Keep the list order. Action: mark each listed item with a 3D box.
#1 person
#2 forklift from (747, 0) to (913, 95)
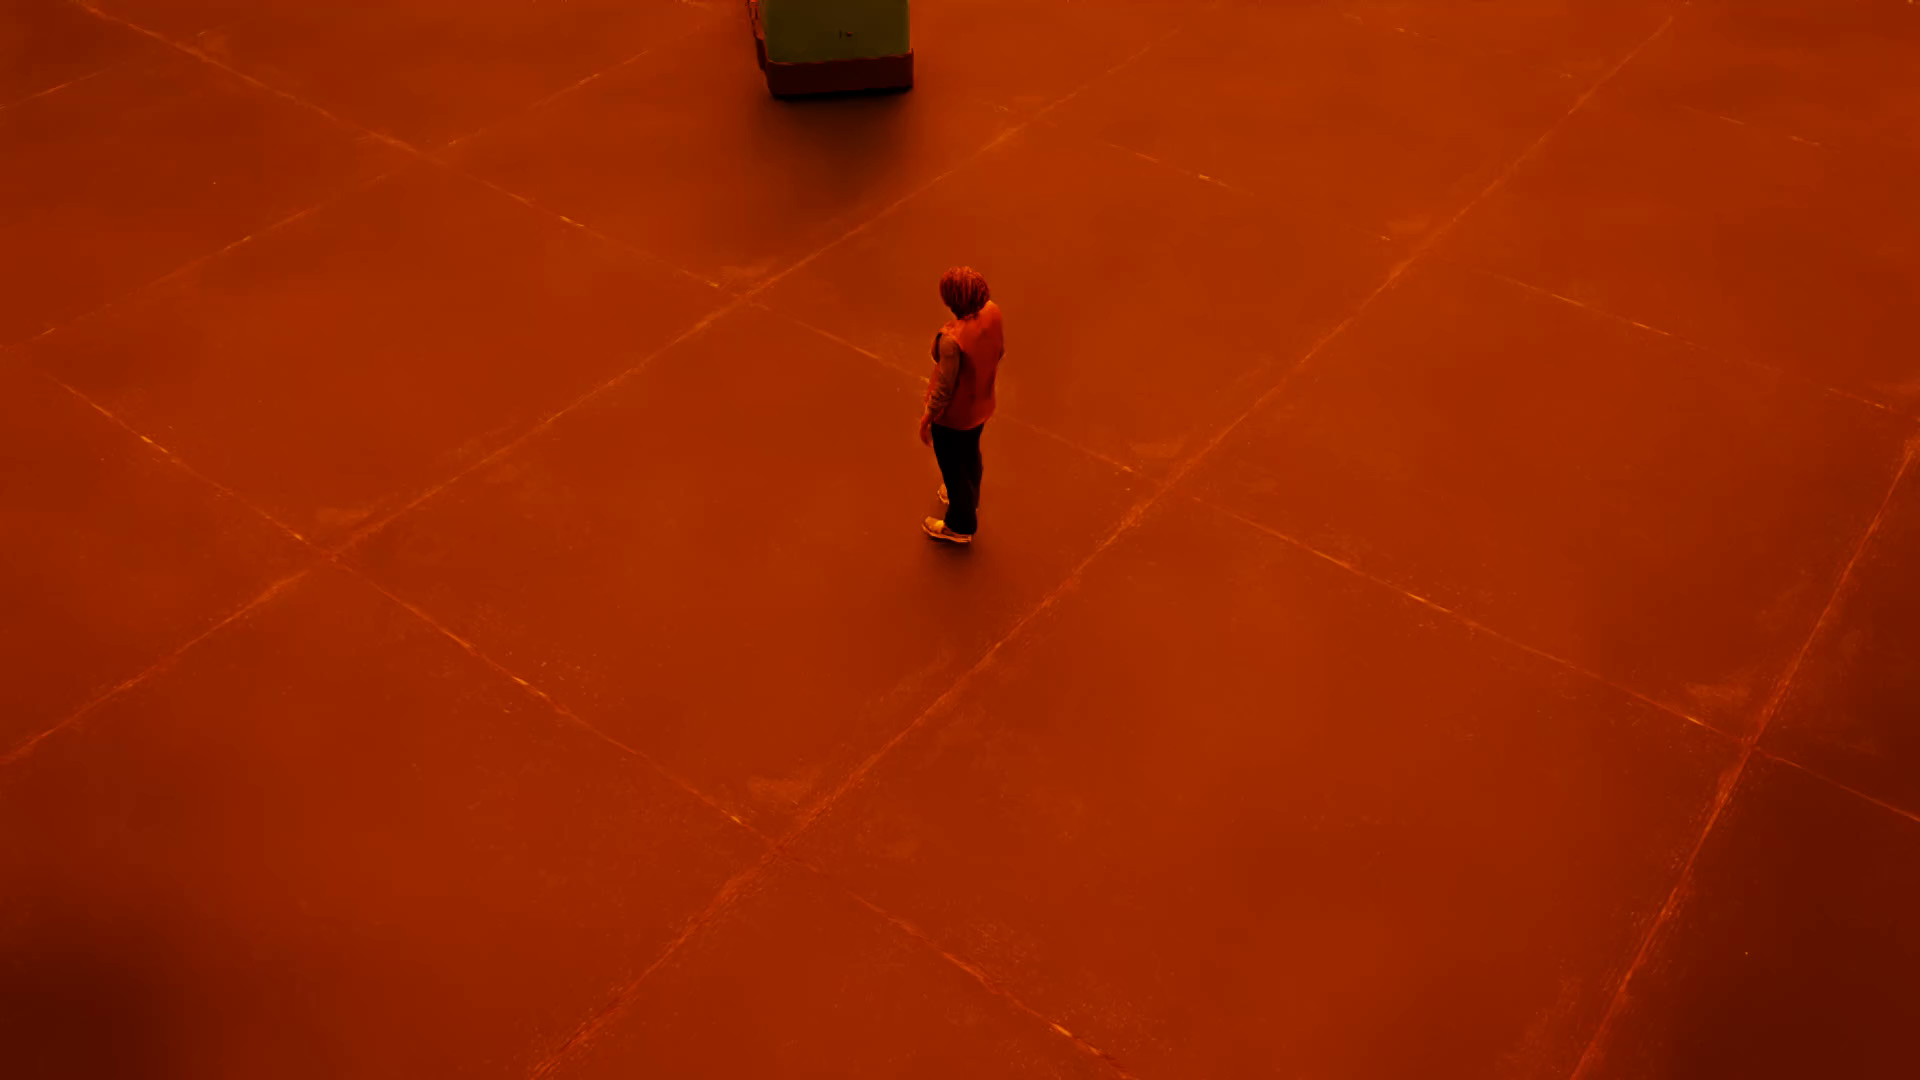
[{"bbox_3d":[-0.048,-0.651,7.856,0.474,1.597,0.513,26,47,28],"label":"person"},{"bbox_3d":[-1.106,-5.280,12.267,1.130,2.935,3.031,-7,41,-8],"label":"forklift"}]
